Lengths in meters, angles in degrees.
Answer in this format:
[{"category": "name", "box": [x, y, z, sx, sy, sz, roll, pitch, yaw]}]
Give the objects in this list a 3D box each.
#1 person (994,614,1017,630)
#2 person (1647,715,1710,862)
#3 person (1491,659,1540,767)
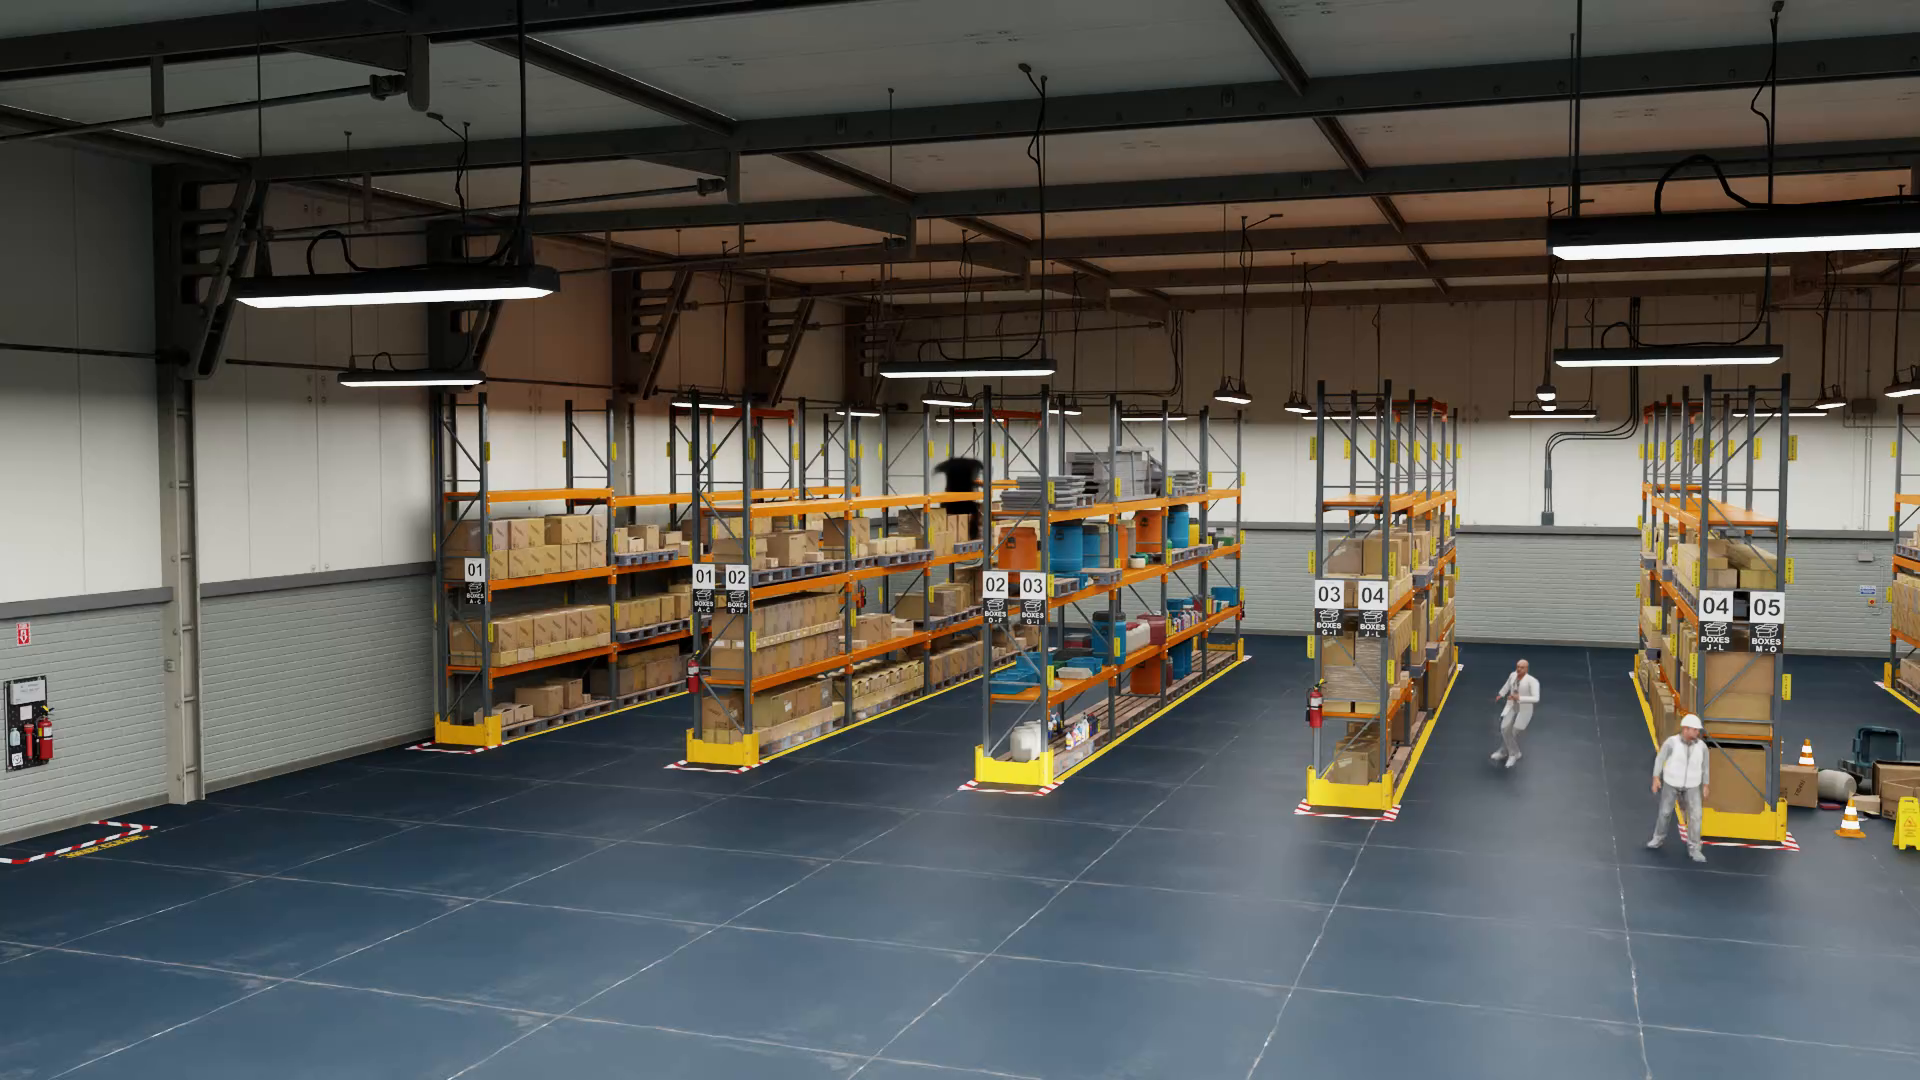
[{"category": "person", "box": [1.247, 1.823, 44.680, 0.577, 1.640, 0.768, -2, 4, -35]}, {"category": "person", "box": [8.927, 3.035, 20.628, 0.703, 1.766, 0.760, 1, 3, 10]}, {"category": "person", "box": [8.860, 2.738, 26.485, 0.828, 1.714, 0.760, 2, 4, 36]}]
